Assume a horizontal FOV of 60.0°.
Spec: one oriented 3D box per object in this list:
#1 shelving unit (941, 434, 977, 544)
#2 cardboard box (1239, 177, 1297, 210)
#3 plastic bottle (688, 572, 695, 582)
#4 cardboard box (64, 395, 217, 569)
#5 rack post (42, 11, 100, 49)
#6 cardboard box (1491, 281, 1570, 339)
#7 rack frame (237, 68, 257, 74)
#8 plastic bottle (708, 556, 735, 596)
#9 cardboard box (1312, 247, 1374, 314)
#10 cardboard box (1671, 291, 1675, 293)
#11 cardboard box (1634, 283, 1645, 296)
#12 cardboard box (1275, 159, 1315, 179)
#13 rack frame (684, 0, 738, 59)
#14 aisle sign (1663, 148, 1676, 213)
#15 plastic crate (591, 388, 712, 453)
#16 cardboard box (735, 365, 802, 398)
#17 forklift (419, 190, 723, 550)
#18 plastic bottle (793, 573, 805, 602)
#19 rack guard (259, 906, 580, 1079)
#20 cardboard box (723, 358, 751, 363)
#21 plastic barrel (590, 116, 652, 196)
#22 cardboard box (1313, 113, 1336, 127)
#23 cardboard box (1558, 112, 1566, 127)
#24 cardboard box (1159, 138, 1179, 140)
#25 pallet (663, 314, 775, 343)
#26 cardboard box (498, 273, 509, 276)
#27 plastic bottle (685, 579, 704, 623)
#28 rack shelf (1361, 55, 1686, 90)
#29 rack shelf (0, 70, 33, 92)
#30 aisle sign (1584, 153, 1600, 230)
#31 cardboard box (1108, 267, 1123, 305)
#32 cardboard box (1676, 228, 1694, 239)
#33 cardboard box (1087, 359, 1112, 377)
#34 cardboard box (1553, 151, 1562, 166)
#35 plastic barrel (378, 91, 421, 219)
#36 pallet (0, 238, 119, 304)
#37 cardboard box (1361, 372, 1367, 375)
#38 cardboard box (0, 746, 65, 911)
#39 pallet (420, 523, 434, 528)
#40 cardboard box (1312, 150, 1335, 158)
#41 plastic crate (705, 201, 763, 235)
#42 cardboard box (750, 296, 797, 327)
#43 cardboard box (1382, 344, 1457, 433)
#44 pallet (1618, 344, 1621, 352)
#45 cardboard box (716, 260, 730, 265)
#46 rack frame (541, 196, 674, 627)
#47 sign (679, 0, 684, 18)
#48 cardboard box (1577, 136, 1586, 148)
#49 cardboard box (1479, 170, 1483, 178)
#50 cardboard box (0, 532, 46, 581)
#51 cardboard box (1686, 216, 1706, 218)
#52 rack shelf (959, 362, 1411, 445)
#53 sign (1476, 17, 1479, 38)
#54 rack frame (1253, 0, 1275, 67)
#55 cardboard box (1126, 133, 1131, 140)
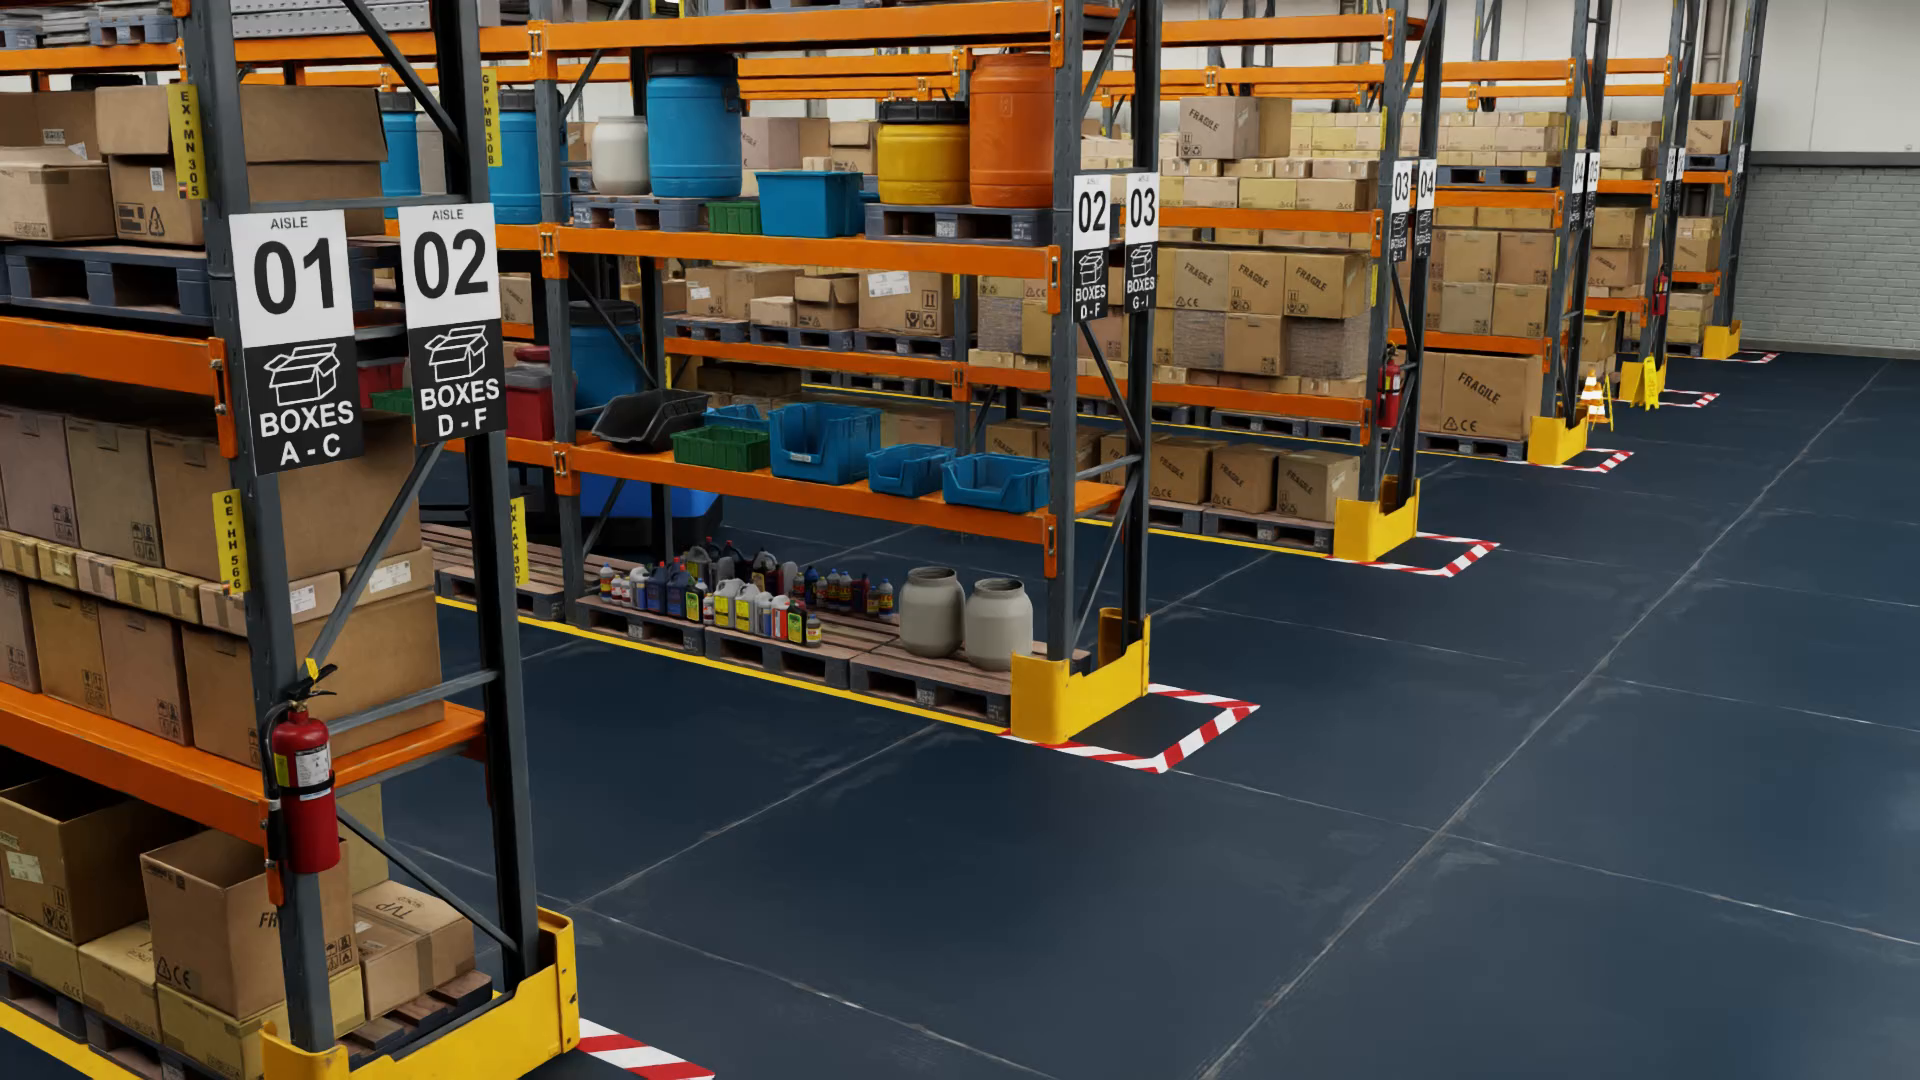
[{"bbox_3d":[-0.007,-0.438,14.219,0.210,0.900,0.258,9,17,33],"label":"shelving unit"},{"bbox_3d":[2.635,-2.861,13.706,0.500,0.250,0.500,9,17,33],"label":"cardboard box"},{"bbox_3d":[-1.865,0.351,11.423,0.097,0.271,0.097,0,14,0],"label":"plastic bottle"},{"bbox_3d":[-2.803,-0.242,6.151,0.500,0.500,0.700,9,16,31],"label":"cardboard box"},{"bbox_3d":[-7.378,-4.442,14.580,0.954,0.300,0.937,11,18,39],"label":"rack post"},{"bbox_3d":[6.112,-2.486,17.811,0.550,0.550,0.875,9,17,33],"label":"cardboard box"},{"bbox_3d":[-9.684,-6.455,21.671,0.127,3.000,1.000,9,17,33],"label":"rack frame"},{"bbox_3d":[-1.698,0.250,11.822,0.135,0.276,0.152,9,17,33],"label":"plastic bottle"},{"bbox_3d":[3.288,-2.203,14.073,0.500,0.500,0.500,9,17,33],"label":"cardboard box"},{"bbox_3d":[10.908,-3.784,26.136,0.500,0.250,0.500,10,17,34],"label":"cardboard box"},{"bbox_3d":[8.957,-3.338,22.087,0.250,0.149,0.380,9,17,33],"label":"cardboard box"},{"bbox_3d":[2.749,-3.022,13.528,0.250,0.149,0.380,8,16,30],"label":"cardboard box"},{"bbox_3d":[-3.512,-6.894,23.444,0.127,3.000,1.000,9,17,33],"label":"rack frame"},{"bbox_3d":[9.013,-4.569,21.126,0.004,0.787,0.394,9,17,33],"label":"aisle sign"},{"bbox_3d":[-2.127,-0.820,11.523,0.504,0.338,0.767,9,17,33],"label":"plastic crate"},{"bbox_3d":[-2.027,-1.681,17.597,0.500,0.250,0.500,12,18,39],"label":"cardboard box"},{"bbox_3d":[-3.630,-1.443,14.053,3.031,2.935,1.130,0,14,1],"label":"forklift"},{"bbox_3d":[-1.122,0.330,11.656,0.097,0.201,0.097,0,14,0],"label":"plastic bottle"},{"bbox_3d":[-1.919,1.794,6.034,0.348,0.500,1.175,9,17,33],"label":"rack guard"},{"bbox_3d":[-3.047,-2.820,23.801,0.500,0.500,0.500,10,17,35],"label":"cardboard box"},{"bbox_3d":[-2.243,-2.563,11.085,0.421,0.512,0.421,0,14,0],"label":"plastic barrel"},{"bbox_3d":[4.085,-4.629,18.321,0.250,0.149,0.380,9,17,33],"label":"cardboard box"},{"bbox_3d":[6.346,-4.454,17.613,0.250,0.149,0.380,9,17,33],"label":"cardboard box"},{"bbox_3d":[3.266,-5.821,25.146,0.500,0.500,0.700,9,17,33],"label":"cardboard box"},{"bbox_3d":[-2.395,-2.302,17.780,1.003,0.211,1.213,9,17,33],"label":"pallet"},{"bbox_3d":[-5.267,-3.363,19.372,0.637,0.503,0.797,9,17,33],"label":"cardboard box"},{"bbox_3d":[-1.782,0.406,11.178,0.133,0.283,0.061,10,17,35],"label":"plastic bottle"},{"bbox_3d":[7.464,-6.202,22.155,4.000,0.370,1.077,9,17,33],"label":"rack shelf"},{"bbox_3d":[-10.788,-4.656,16.732,4.000,0.370,1.077,9,17,33],"label":"rack shelf"},{"bbox_3d":[6.671,-3.685,17.555,0.004,0.787,0.394,9,17,33],"label":"aisle sign"},{"bbox_3d":[1.335,-2.367,14.733,0.500,0.500,0.500,9,17,33],"label":"cardboard box"},{"bbox_3d":[11.218,-4.745,25.693,0.250,0.149,0.380,9,17,34],"label":"cardboard box"},{"bbox_3d":[1.335,-1.560,14.905,0.250,0.149,0.380,9,17,33],"label":"cardboard box"},{"bbox_3d":[6.339,-4.069,17.715,0.250,0.149,0.380,9,17,33],"label":"cardboard box"},{"bbox_3d":[-4.119,-2.845,12.290,0.708,0.901,0.600,9,17,33],"label":"plastic barrel"},{"bbox_3d":[-3.528,-1.099,6.461,1.213,0.211,1.003,9,17,33],"label":"pallet"},{"bbox_3d":[3.489,-1.361,14.100,0.250,0.149,0.380,9,17,33],"label":"cardboard box"},{"bbox_3d":[-3.802,1.134,6.789,0.500,0.500,0.500,9,17,33],"label":"cardboard box"},{"bbox_3d":[-5.189,-0.017,13.952,1.213,0.211,1.003,9,17,33],"label":"pallet"},{"bbox_3d":[4.083,-4.243,18.418,0.250,0.149,0.380,9,16,32],"label":"cardboard box"},{"bbox_3d":[-1.333,-2.033,10.492,0.450,0.188,0.336,9,17,33],"label":"plastic crate"},{"bbox_3d":[-1.783,-2.330,16.932,0.500,0.250,0.500,9,16,31],"label":"cardboard box"},{"bbox_3d":[5.114,-1.740,18.658,0.875,0.875,0.875,9,16,32],"label":"cardboard box"},{"bbox_3d":[10.225,-3.267,27.083,1.213,0.211,1.003,9,17,33],"label":"pallet"},{"bbox_3d":[-3.209,-3.883,23.415,0.250,0.149,0.380,9,17,34],"label":"cardboard box"},{"bbox_3d":[-2.491,-0.946,11.901,0.127,3.000,1.000,9,17,33],"label":"rack frame"},{"bbox_3d":[-3.831,-7.280,22.895,0.005,0.325,0.100,9,17,33],"label":"sign"},{"bbox_3d":[8.082,-5.198,21.698,0.250,0.149,0.380,9,17,33],"label":"cardboard box"},{"bbox_3d":[6.947,-4.962,22.407,0.250,0.149,0.380,9,16,32],"label":"cardboard box"},{"bbox_3d":[-3.438,0.028,6.410,0.250,0.149,0.380,10,17,34],"label":"cardboard box"},{"bbox_3d":[11.546,-5.007,26.129,0.250,0.149,0.380,10,17,35],"label":"cardboard box"},{"bbox_3d":[1.933,-1.316,14.894,4.000,0.370,1.077,9,17,33],"label":"rack shelf"},{"bbox_3d":[8.279,-8.194,26.587,0.005,0.325,0.100,9,17,33],"label":"sign"},{"bbox_3d":[5.253,-8.348,29.319,0.127,3.000,1.000,9,17,33],"label":"rack frame"},{"bbox_3d":[3.247,-7.381,30.476,0.250,0.149,0.380,9,17,33],"label":"cardboard box"}]
